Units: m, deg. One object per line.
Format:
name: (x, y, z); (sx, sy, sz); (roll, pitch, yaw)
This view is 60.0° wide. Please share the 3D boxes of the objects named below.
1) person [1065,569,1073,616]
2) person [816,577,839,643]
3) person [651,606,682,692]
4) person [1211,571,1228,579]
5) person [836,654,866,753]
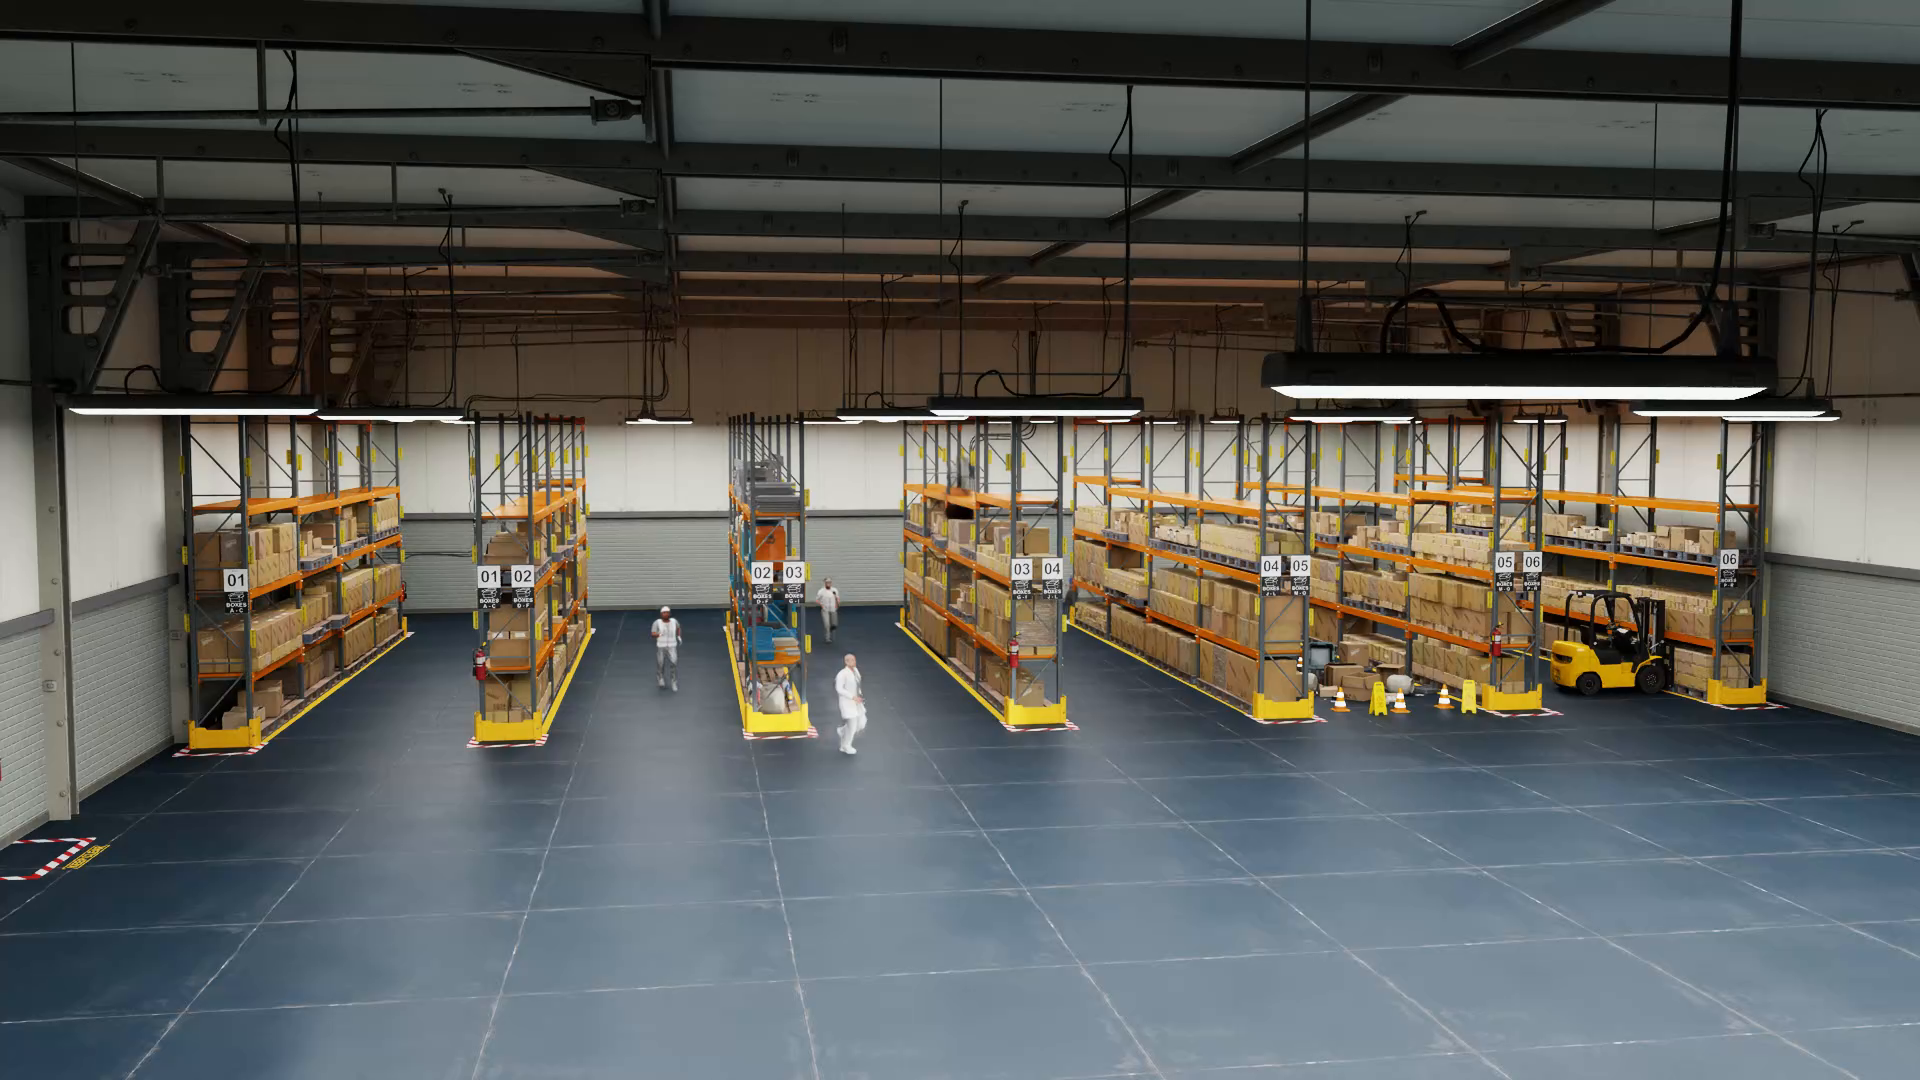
person: (3.363, 1.544, 49.947); (0.572, 1.639, 0.718); (1, 4, 10)
person: (-3.509, 1.846, 44.244); (0.639, 1.731, 0.576); (-1, 4, -17)
person: (-6.392, 2.360, 36.229); (0.678, 1.838, 0.805); (-1, 4, -17)
person: (7.835, 1.403, 50.671); (0.965, 1.786, 0.707); (0, 4, -1)
person: (-1.921, 2.869, 29.240); (0.651, 1.736, 0.748); (2, 4, 29)
